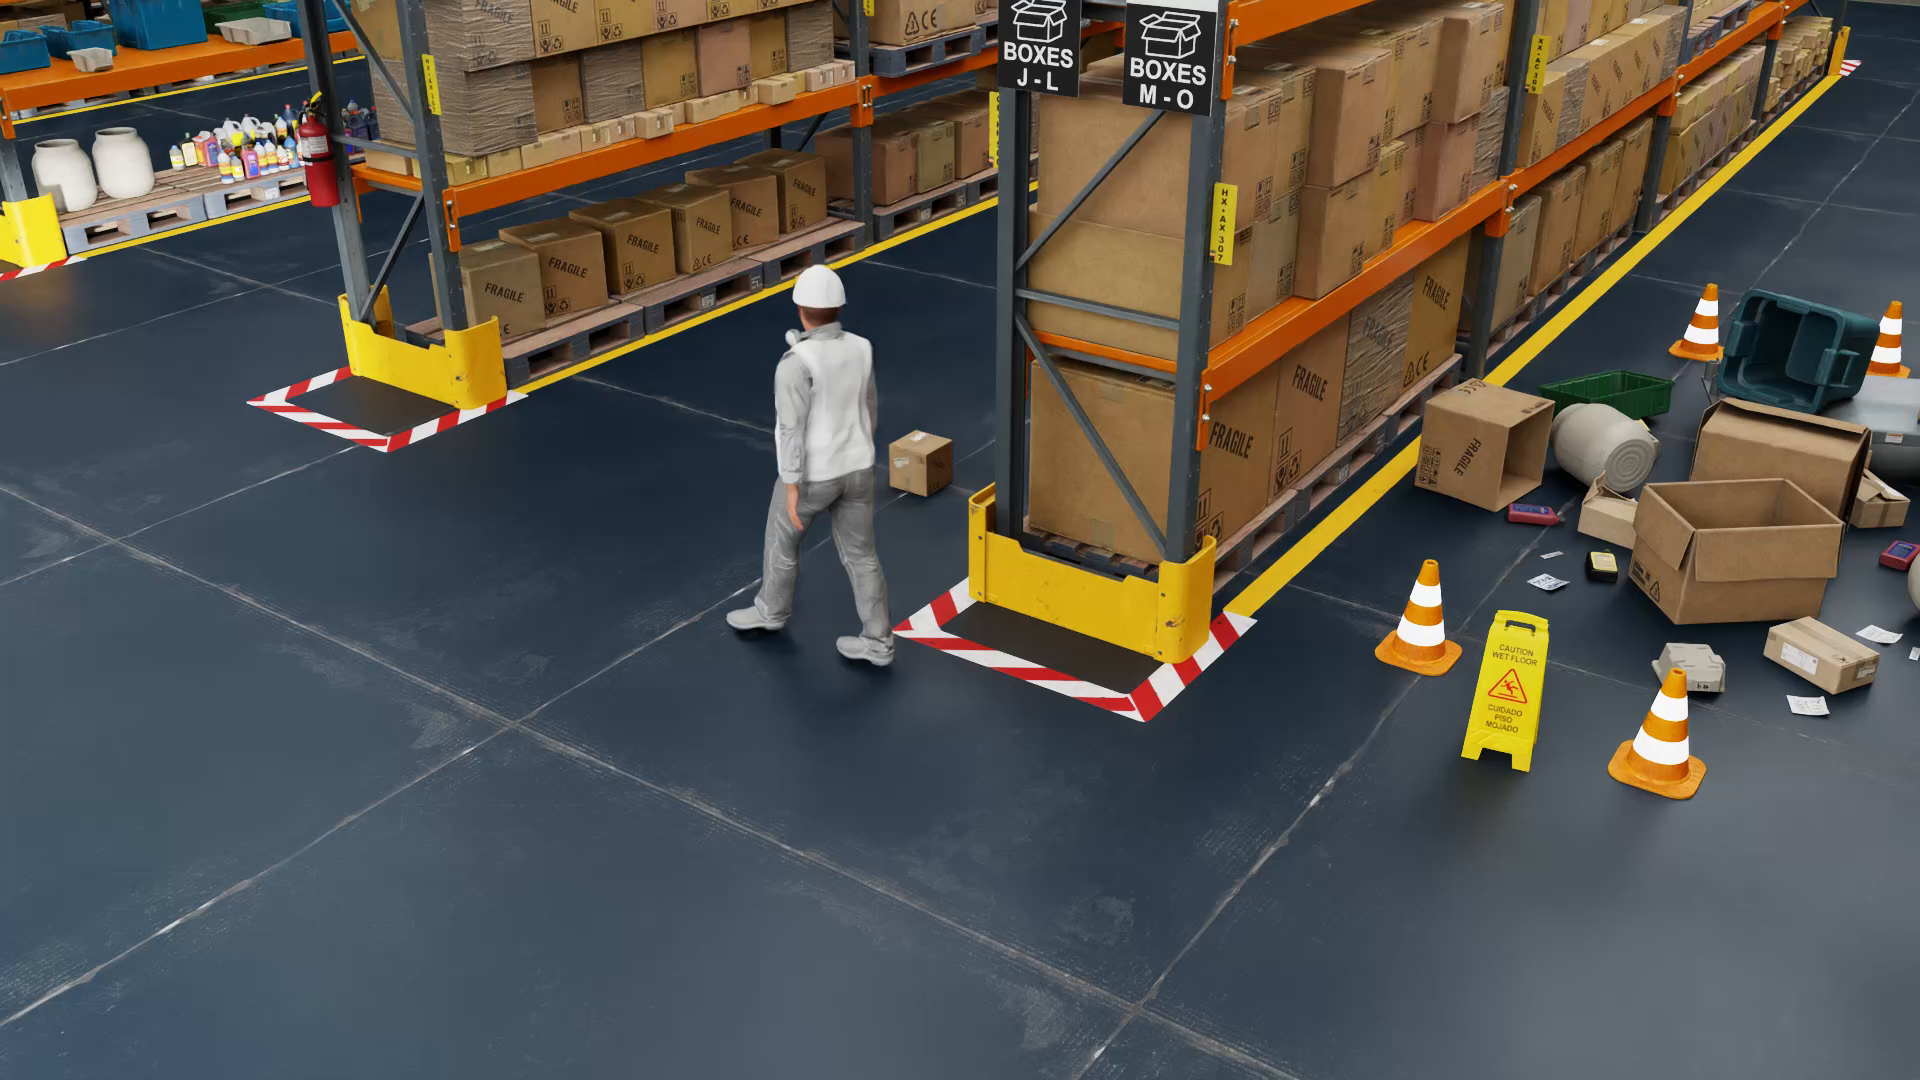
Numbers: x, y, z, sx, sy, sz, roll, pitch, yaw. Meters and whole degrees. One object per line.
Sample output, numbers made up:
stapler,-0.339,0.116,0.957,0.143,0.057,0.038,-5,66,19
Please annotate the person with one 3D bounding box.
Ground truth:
person,-0.610,-0.331,7.234,0.613,1.739,0.860,-21,34,-35
